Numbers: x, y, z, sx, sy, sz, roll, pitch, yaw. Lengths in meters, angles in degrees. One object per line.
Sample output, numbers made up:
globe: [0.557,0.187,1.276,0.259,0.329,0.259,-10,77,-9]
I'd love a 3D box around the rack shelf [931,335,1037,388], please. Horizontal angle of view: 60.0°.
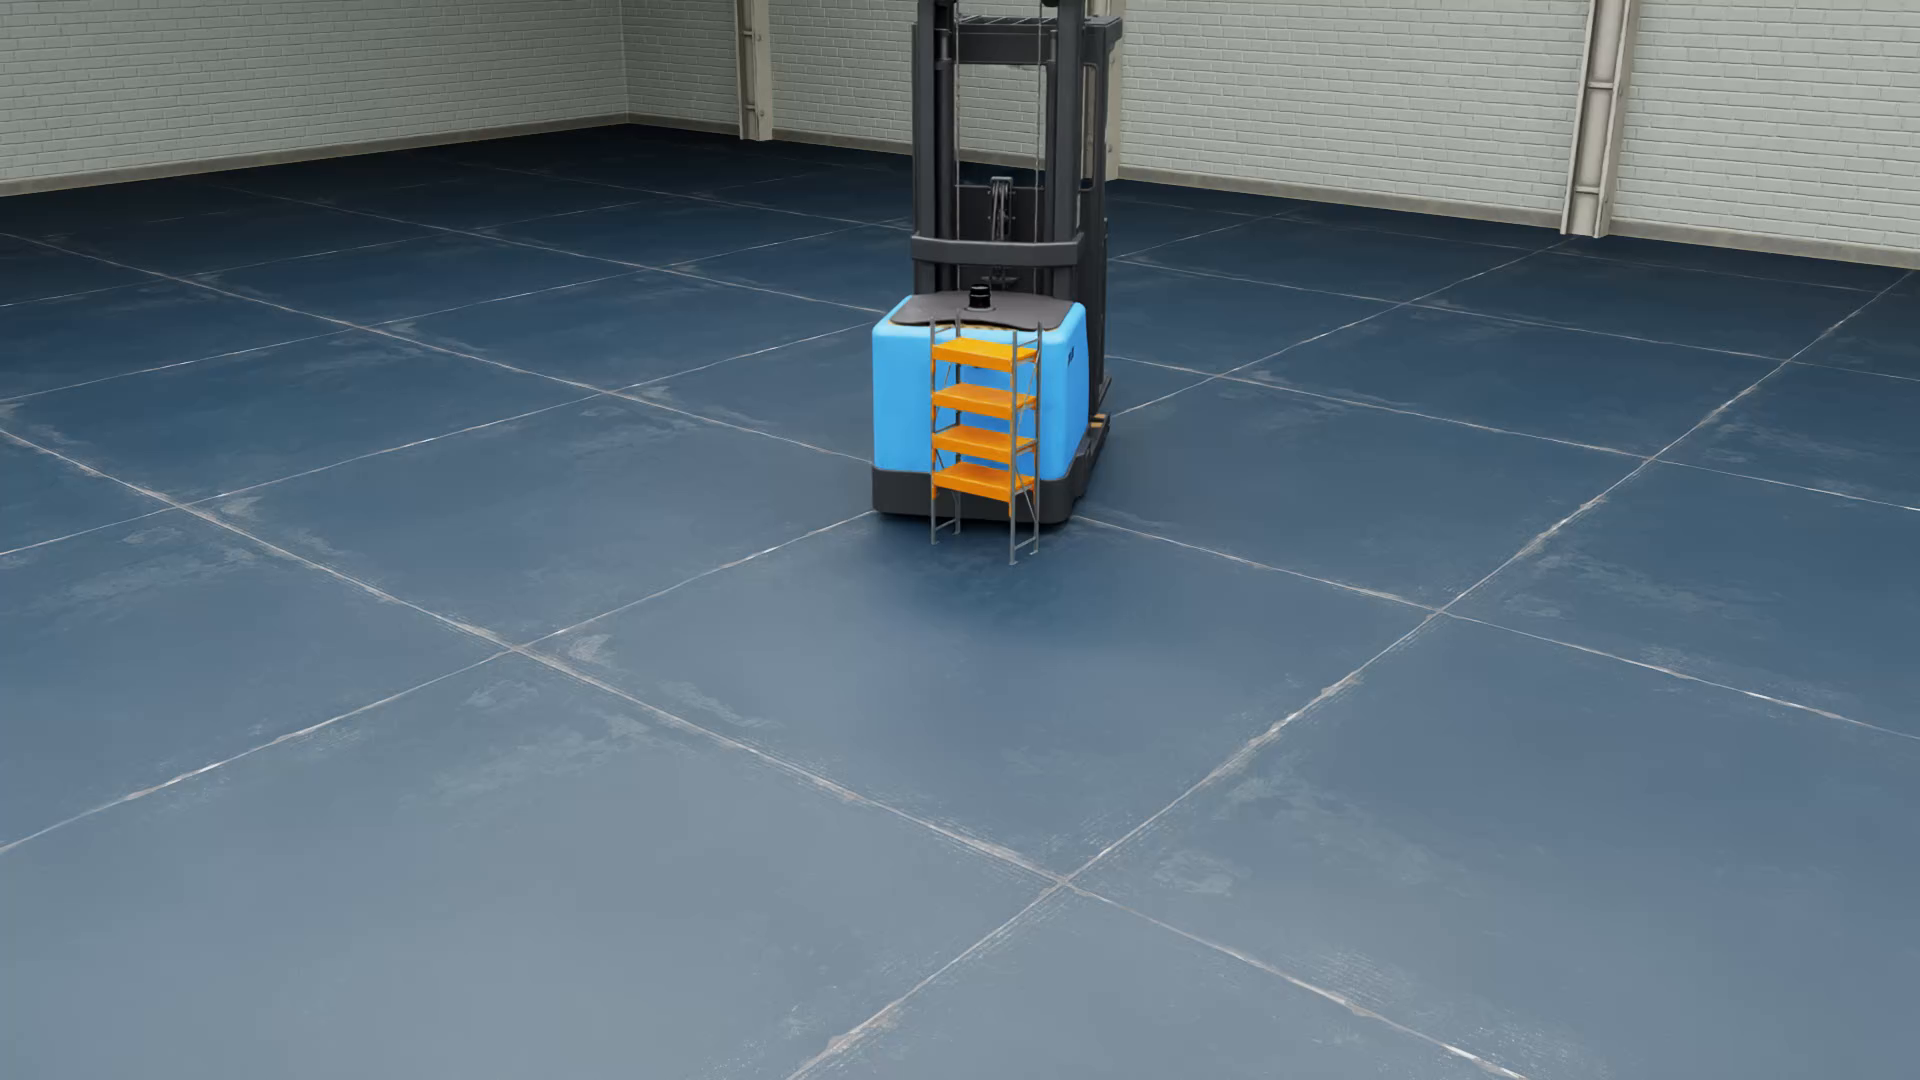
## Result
rack shelf: [0.126,-0.883,8.195,0.480,0.148,0.258,14,25,33]

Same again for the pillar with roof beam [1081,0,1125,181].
pillar with roof beam: [-1.011,-7.491,15.780,0.400,9.000,9.100,16,26,36]

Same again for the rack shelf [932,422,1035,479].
rack shelf: [0.125,-0.453,8.358,0.480,0.148,0.258,14,25,33]

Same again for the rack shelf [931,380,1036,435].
rack shelf: [0.126,-0.662,8.279,0.480,0.148,0.258,14,25,33]

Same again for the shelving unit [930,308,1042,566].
shelving unit: [0.125,-0.516,8.334,0.503,1.200,0.258,14,25,33]

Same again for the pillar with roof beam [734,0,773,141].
pillar with roof beam: [-5.659,-8.830,19.330,0.400,9.000,9.100,16,26,36]

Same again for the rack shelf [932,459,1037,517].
rack shelf: [0.125,-0.267,8.428,0.480,0.148,0.258,14,25,33]

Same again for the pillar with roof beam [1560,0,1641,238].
pillar with roof beam: [3.638,-6.153,12.230,0.400,9.000,9.100,16,26,36]

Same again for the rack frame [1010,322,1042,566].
rack frame: [0.325,-0.466,8.203,0.015,1.200,0.240,14,25,33]

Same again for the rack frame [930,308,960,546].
rack frame: [-0.074,-0.566,8.466,0.015,1.200,0.240,14,25,33]

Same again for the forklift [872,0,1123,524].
forklift: [0.323,-1.941,9.662,1.130,2.935,3.031,4,21,11]
